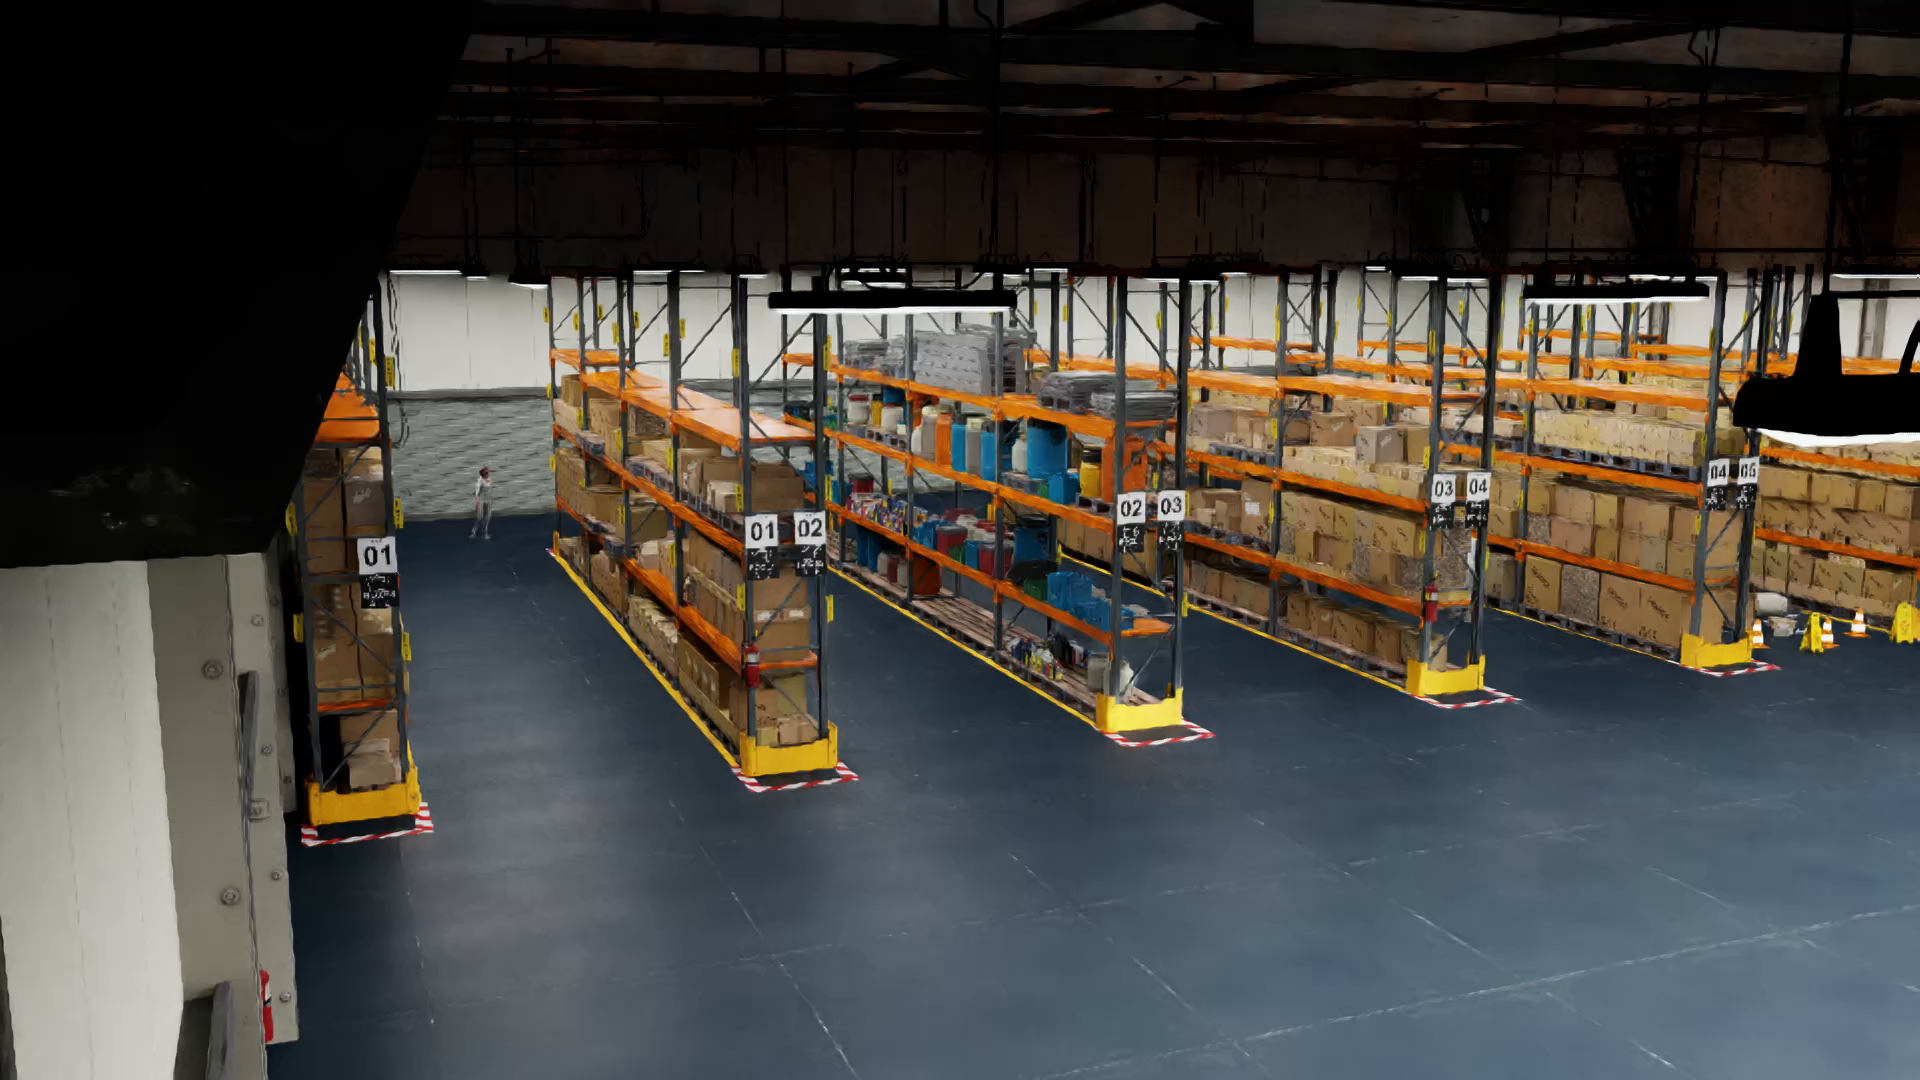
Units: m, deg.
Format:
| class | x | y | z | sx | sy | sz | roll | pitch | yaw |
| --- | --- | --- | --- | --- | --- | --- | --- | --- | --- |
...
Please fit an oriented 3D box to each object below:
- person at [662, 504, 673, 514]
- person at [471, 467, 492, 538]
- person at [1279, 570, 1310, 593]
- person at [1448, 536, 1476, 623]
| class | x | y | z | sx | sy | sz | roll | pitch | yaw |
| --- | --- | --- | --- | --- | --- | --- | --- | --- | --- |
| person | -6.506 | -0.716 | 36.137 | 0.493 | 1.589 | 1.000 | -4 | 11 | -22 |
| person | -10.636 | -0.839 | 36.908 | 0.505 | 1.586 | 0.467 | 6 | 11 | 30 |
| person | 6.125 | 0.201 | 30.654 | 0.542 | 1.645 | 1.126 | -3 | 10 | -19 |
| person | 8.640 | 0.511 | 28.517 | 0.632 | 1.771 | 0.447 | 7 | 12 | 37 |
